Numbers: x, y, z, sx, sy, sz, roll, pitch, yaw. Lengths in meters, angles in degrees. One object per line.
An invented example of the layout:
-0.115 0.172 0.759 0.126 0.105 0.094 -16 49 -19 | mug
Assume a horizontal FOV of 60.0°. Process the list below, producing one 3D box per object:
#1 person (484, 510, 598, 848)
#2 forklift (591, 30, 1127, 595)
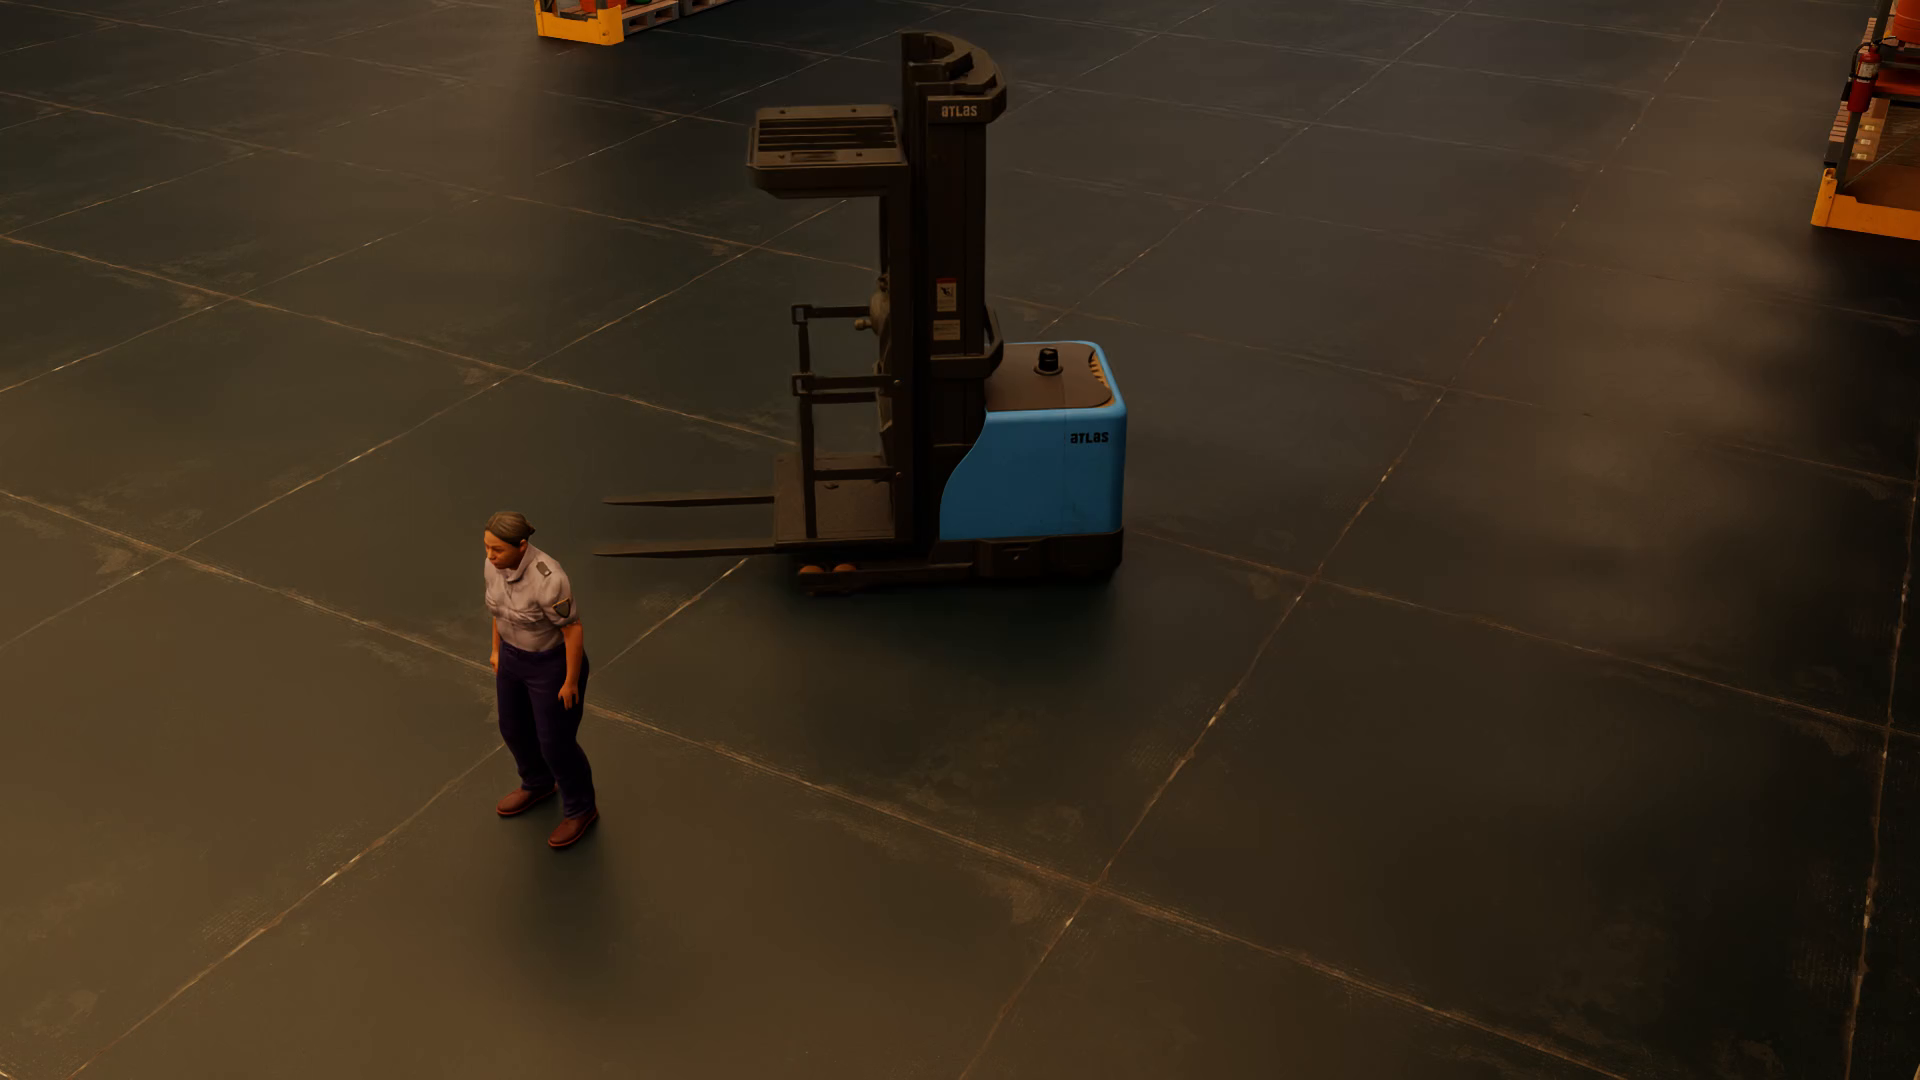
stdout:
-1.878 0.569 7.371 0.533 1.653 0.376 20 36 31 | person
-0.612 -1.232 9.206 3.031 2.935 1.130 -3 30 -4 | forklift
